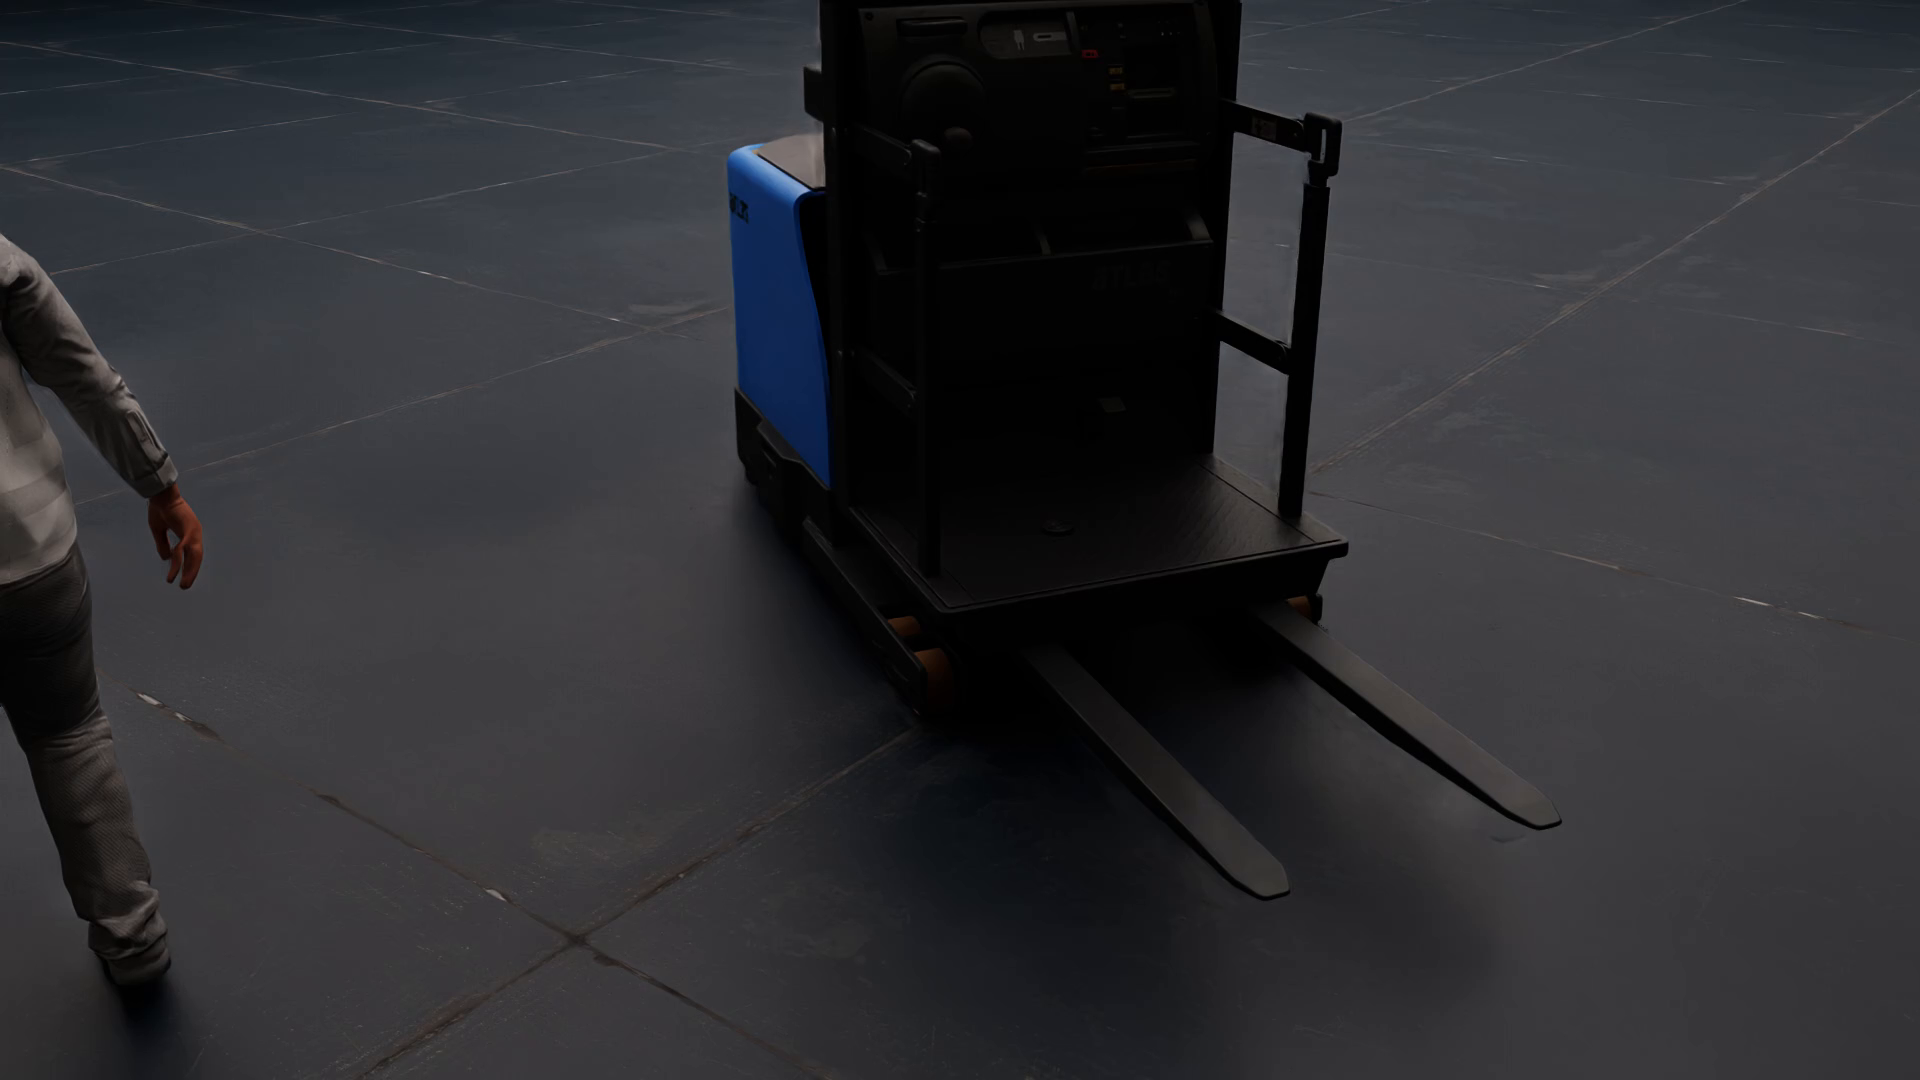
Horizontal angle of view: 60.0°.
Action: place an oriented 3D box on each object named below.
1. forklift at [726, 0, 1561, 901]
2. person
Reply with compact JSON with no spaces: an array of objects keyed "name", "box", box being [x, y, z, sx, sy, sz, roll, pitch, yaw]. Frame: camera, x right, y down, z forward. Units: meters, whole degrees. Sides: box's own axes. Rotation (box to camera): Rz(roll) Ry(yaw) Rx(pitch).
[{"name":"forklift","box":[0.286,-1.106,3.881,1.130,2.935,3.031,-9,25,-20]},{"name":"person","box":[-1.721,0.035,2.761,0.851,1.726,0.427,-19,30,-37]}]
